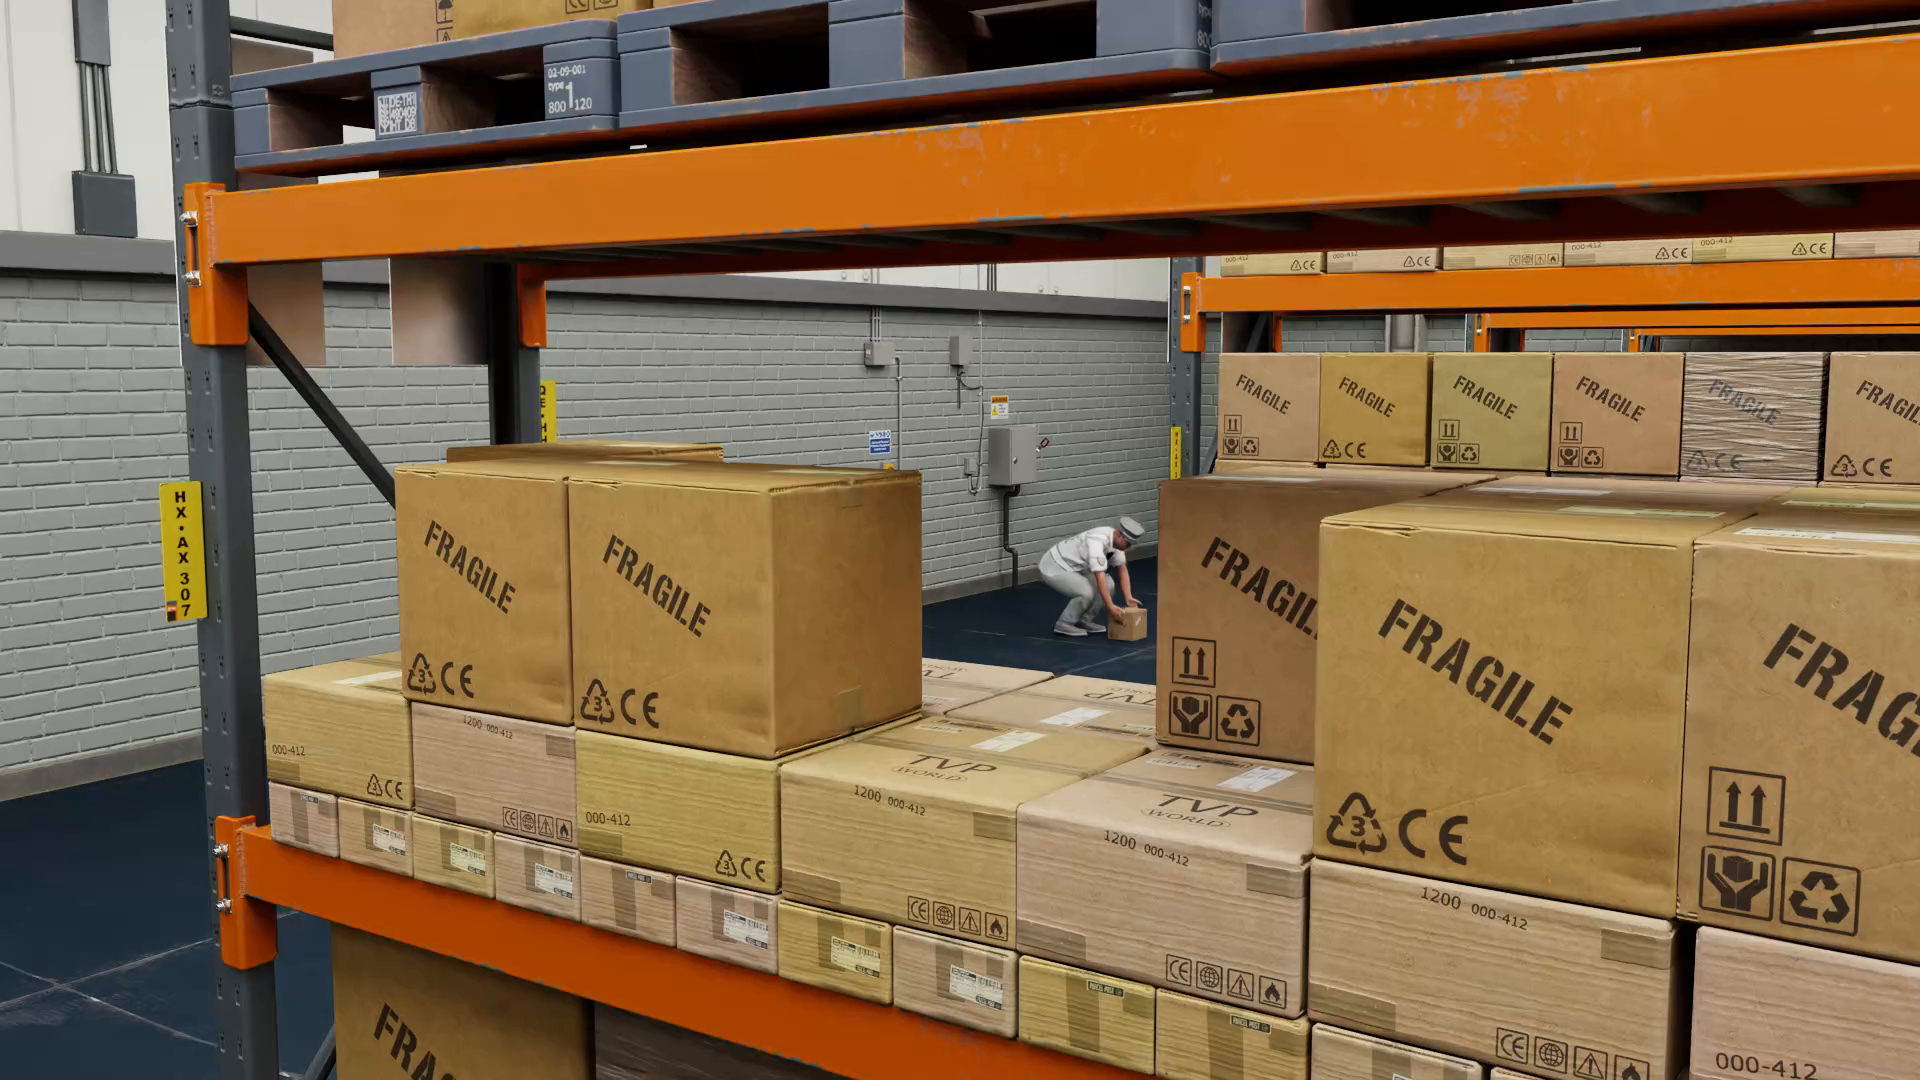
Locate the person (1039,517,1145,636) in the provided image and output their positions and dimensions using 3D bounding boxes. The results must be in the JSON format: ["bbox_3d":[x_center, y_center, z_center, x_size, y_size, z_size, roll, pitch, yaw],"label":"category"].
[{"bbox_3d":[1.173,0.311,14.644,0.938,1.052,0.571,4,7,33],"label":"person"}]
